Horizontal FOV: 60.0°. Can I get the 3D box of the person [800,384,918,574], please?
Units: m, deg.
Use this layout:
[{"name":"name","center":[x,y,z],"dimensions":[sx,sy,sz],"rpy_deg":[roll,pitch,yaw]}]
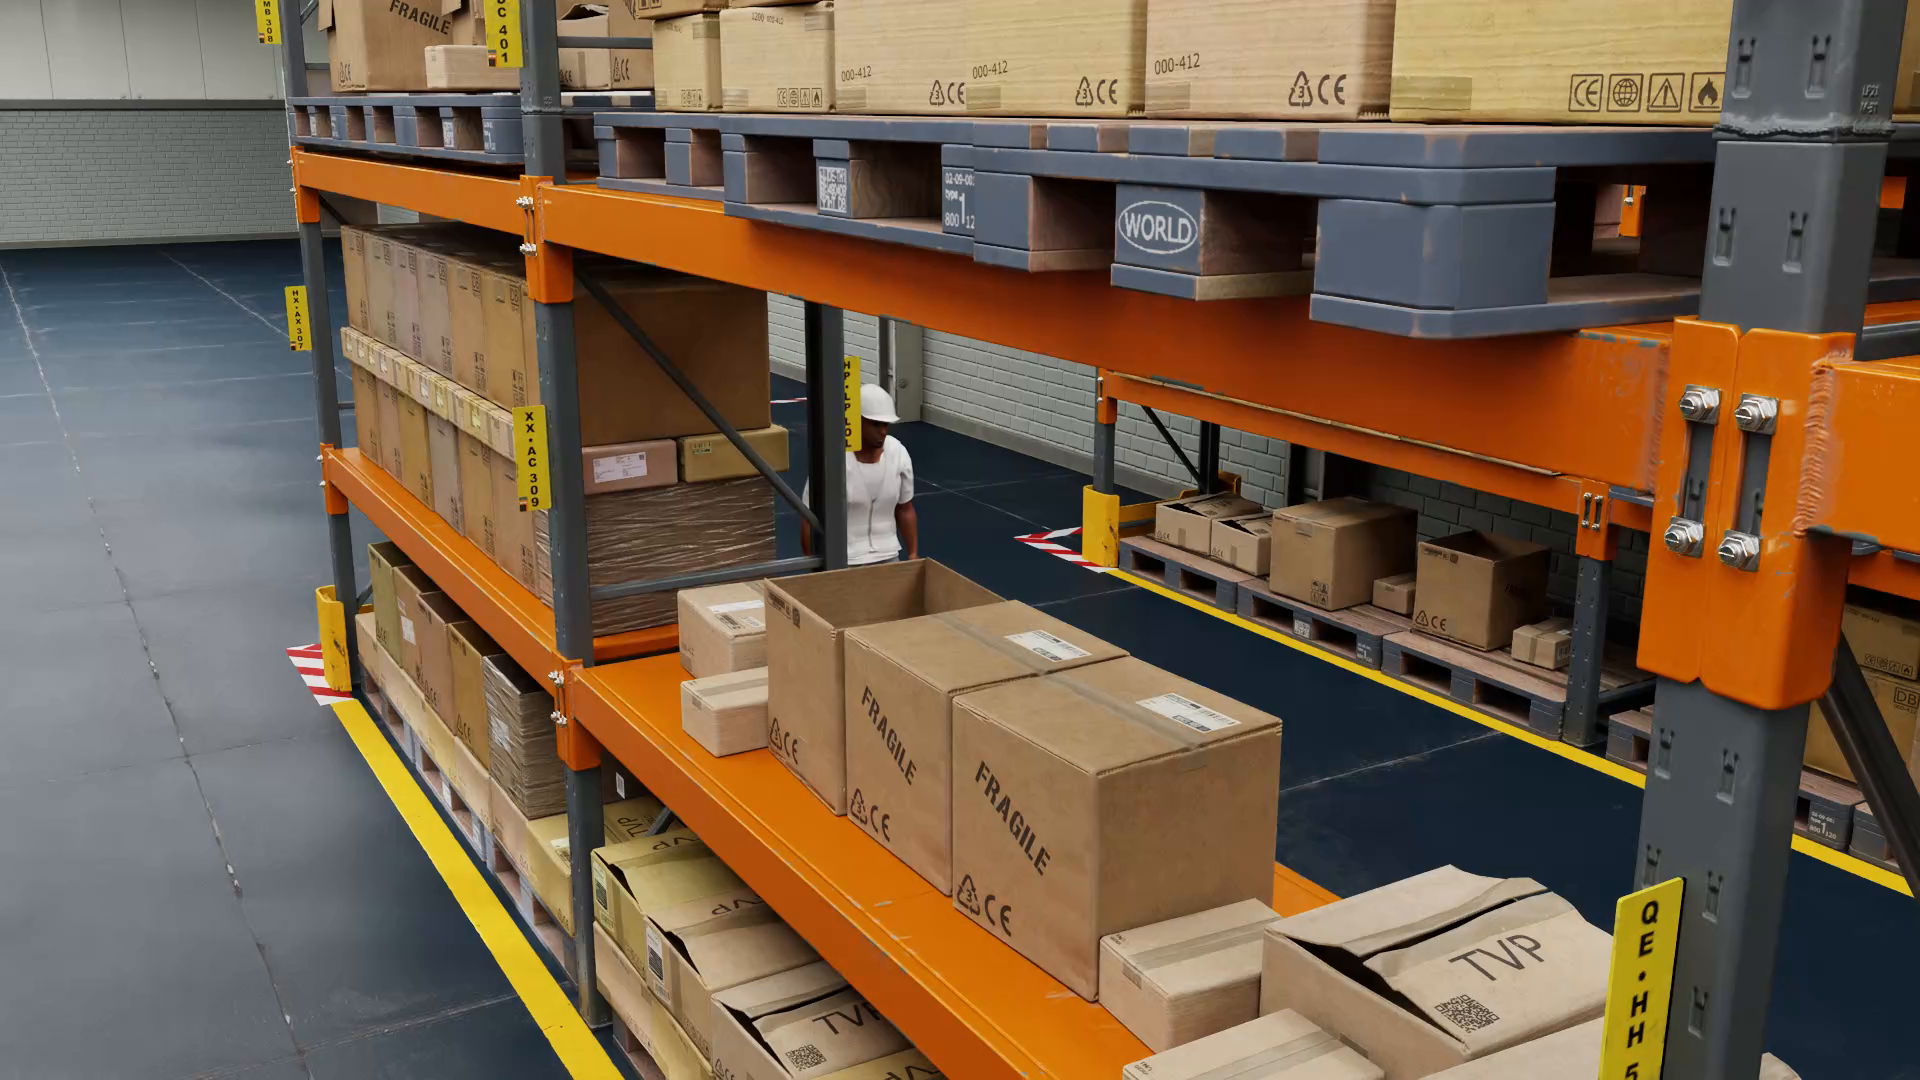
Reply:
[{"name":"person","center":[-0.467,0.111,8.057],"dimensions":[0.633,1.760,0.463],"rpy_deg":[-9,17,-31]}]
